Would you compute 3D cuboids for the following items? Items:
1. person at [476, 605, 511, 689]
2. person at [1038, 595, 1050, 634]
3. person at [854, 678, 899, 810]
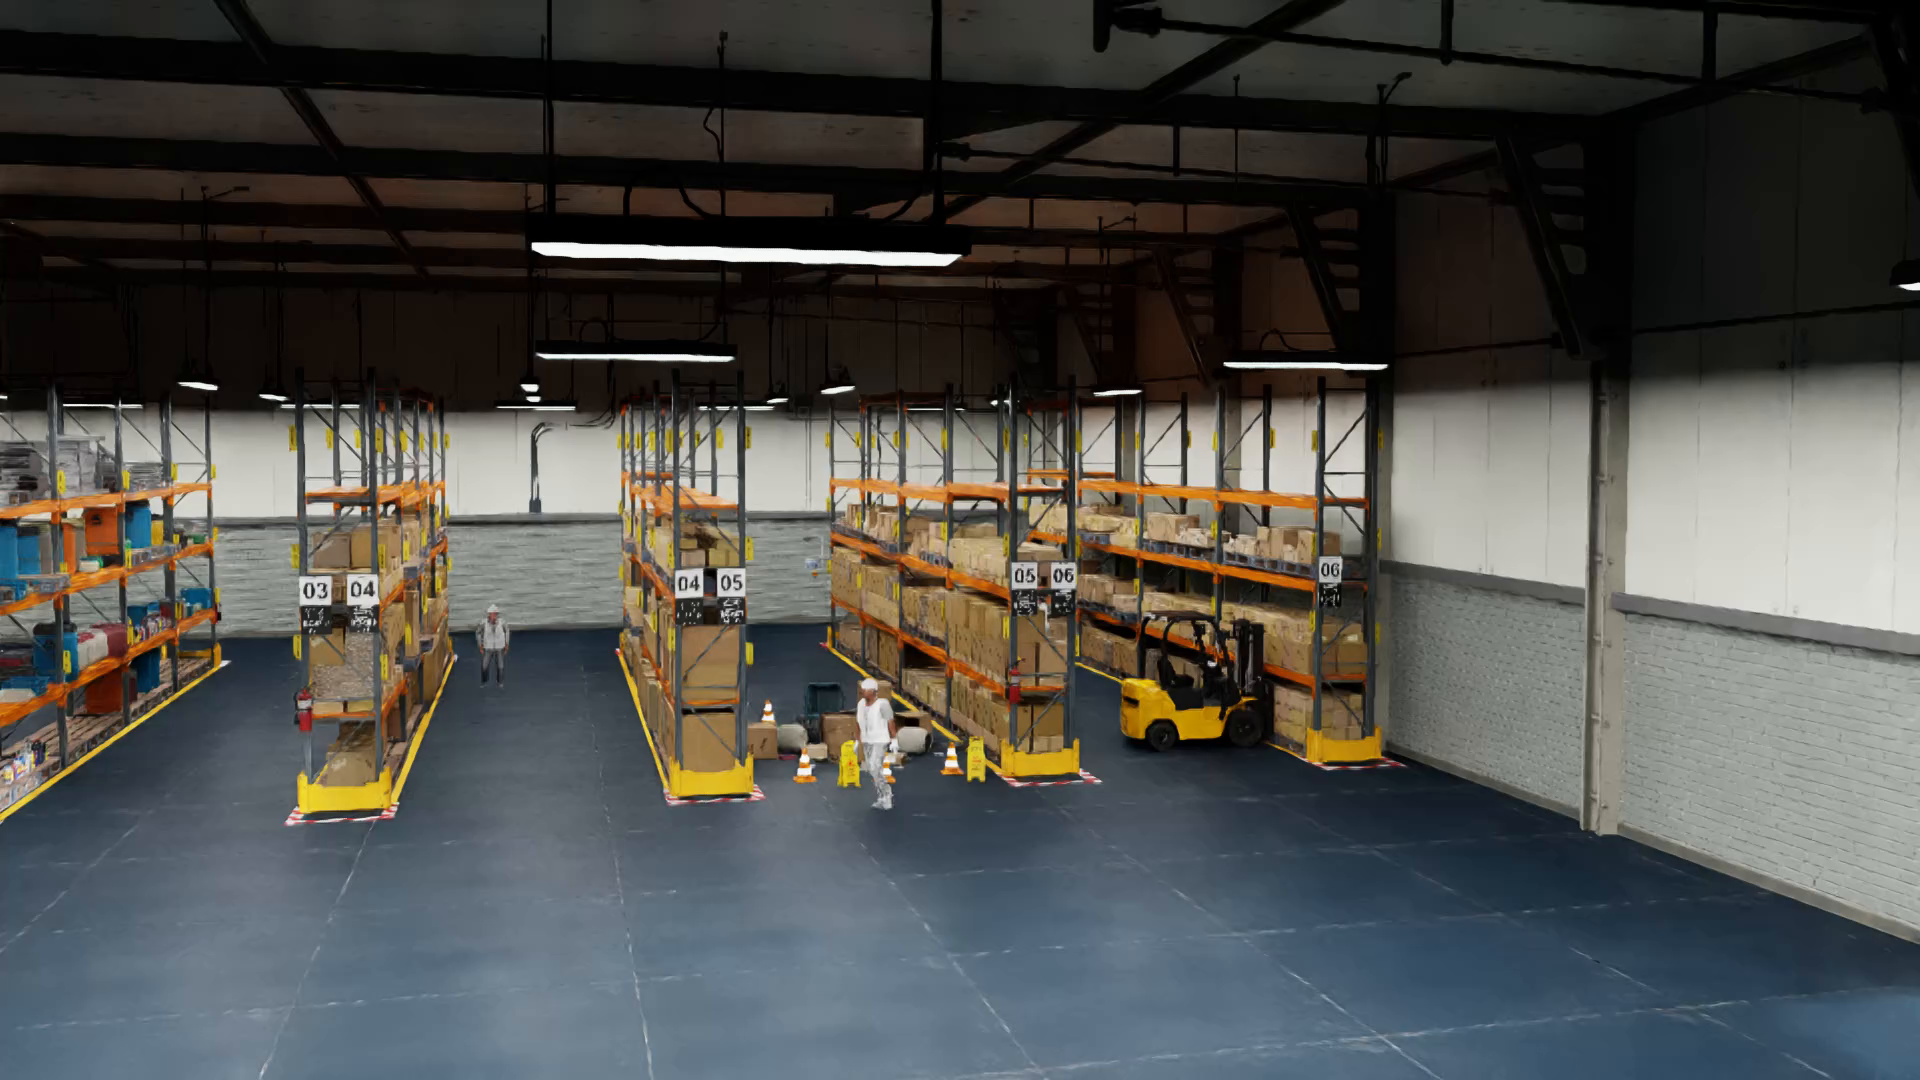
[{"bbox_3d":[-9.386,2.152,33.447,0.677,1.726,0.574,-1,4,-16],"label":"person"},{"bbox_3d":[1.835,1.992,36.556,0.494,1.693,0.541,0,3,4],"label":"person"},{"bbox_3d":[-1.151,2.757,22.551,0.653,1.770,0.472,3,5,42],"label":"person"}]
